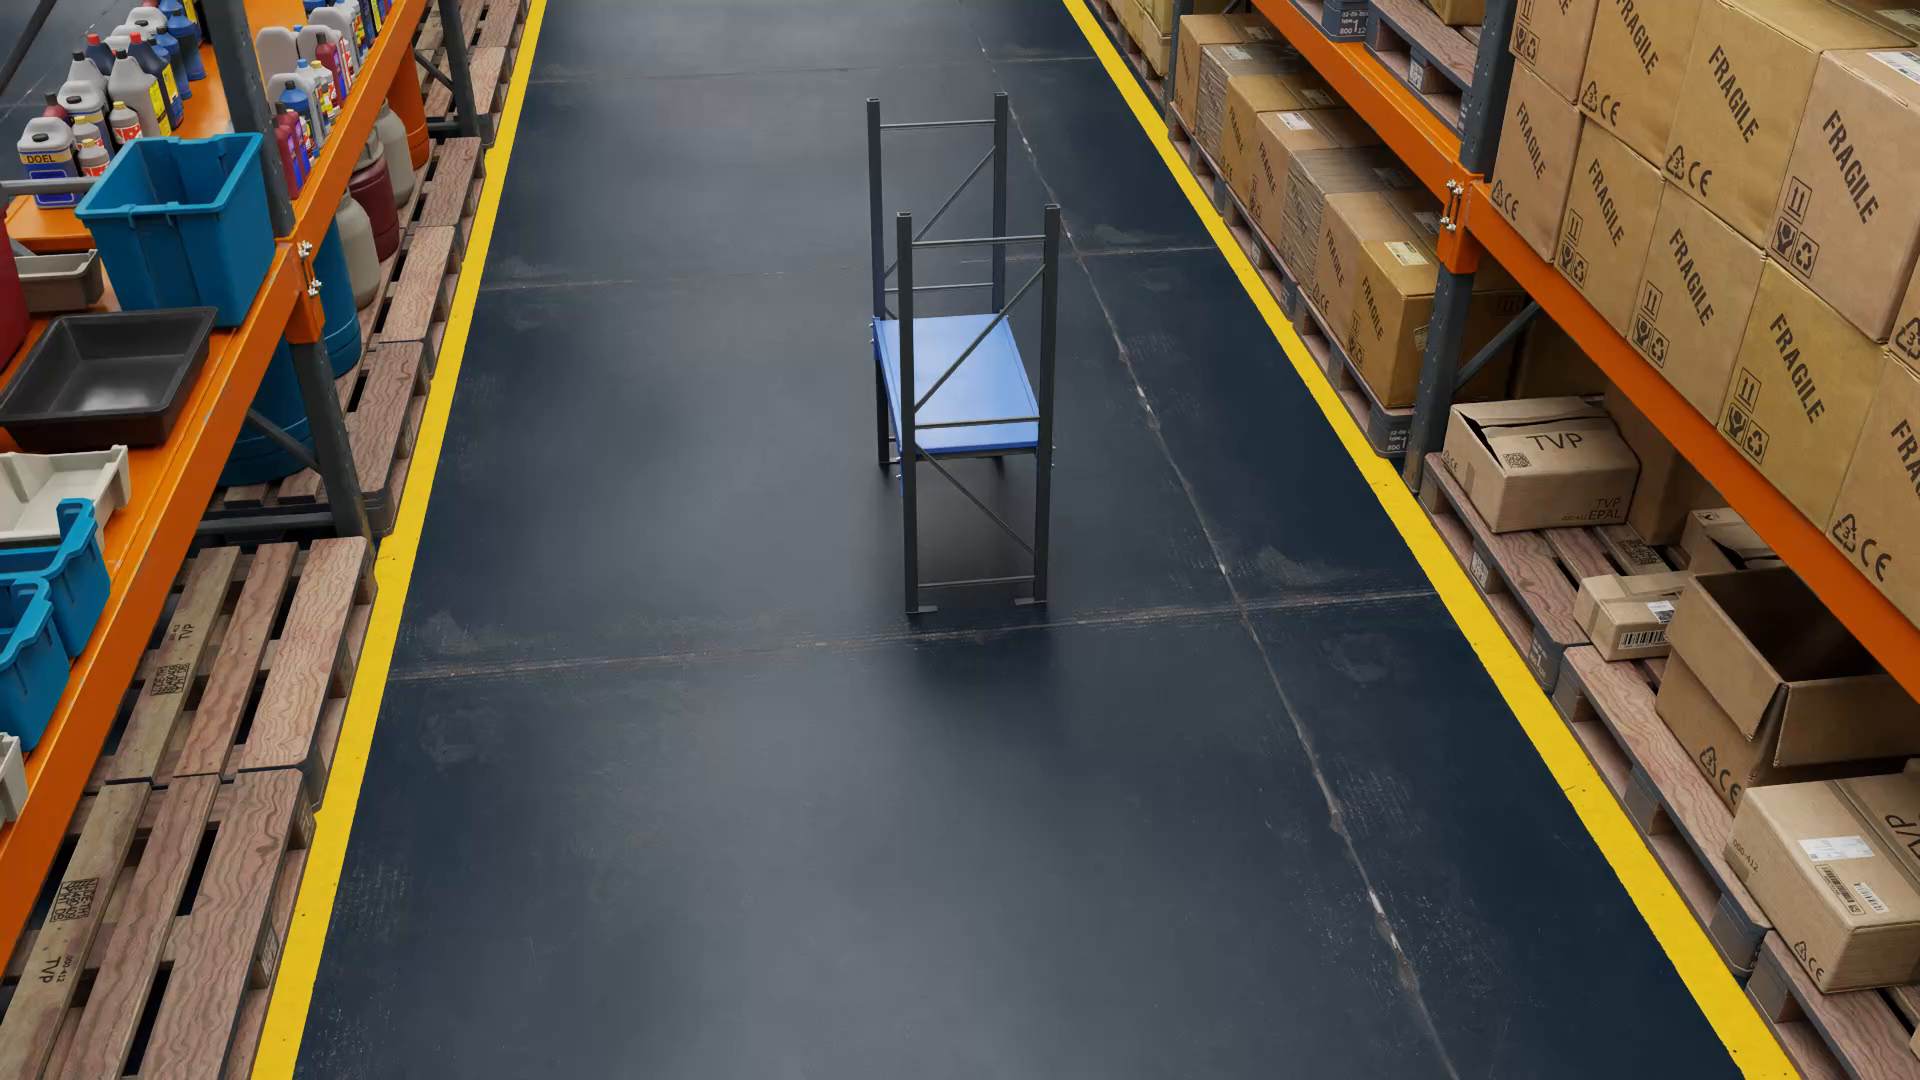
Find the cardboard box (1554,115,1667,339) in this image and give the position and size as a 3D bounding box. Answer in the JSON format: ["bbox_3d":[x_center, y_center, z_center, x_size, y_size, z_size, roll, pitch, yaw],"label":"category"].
[{"bbox_3d":[2.128,-0.937,4.873,0.500,0.500,0.500,-4,34,-6],"label":"cardboard box"}]

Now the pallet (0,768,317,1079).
[{"bbox_3d":[-2.347,1.129,4.406,1.003,0.211,1.213,-4,35,-6],"label":"pallet"}]

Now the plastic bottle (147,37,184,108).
[{"bbox_3d":[-3.021,-1.761,6.284,0.097,0.271,0.097,0,34,0],"label":"plastic bottle"}]

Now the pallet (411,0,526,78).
[{"bbox_3d":[-3.416,-3.307,10.916,1.003,0.211,1.213,-4,35,-6],"label":"pallet"}]

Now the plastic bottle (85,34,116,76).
[{"bbox_3d":[-3.124,-1.684,6.101,0.144,0.351,0.185,-4,35,-6],"label":"plastic bottle"}]

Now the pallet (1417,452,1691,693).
[{"bbox_3d":[2.349,0.050,5.990,1.003,0.211,1.213,-4,35,-6],"label":"pallet"}]

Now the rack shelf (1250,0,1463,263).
[{"bbox_3d":[1.988,-2.305,7.608,1.077,0.370,4.000,-4,35,-6],"label":"rack shelf"}]

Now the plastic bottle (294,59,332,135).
[{"bbox_3d":[-2.374,-1.618,6.075,0.097,0.271,0.097,0,34,0],"label":"plastic bottle"}]

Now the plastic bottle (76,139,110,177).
[{"bbox_3d":[-2.904,-1.246,5.592,0.097,0.201,0.097,0,34,0],"label":"plastic bottle"}]

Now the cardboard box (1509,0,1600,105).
[{"bbox_3d":[2.042,-1.656,5.040,0.500,0.500,0.500,-4,34,-5],"label":"cardboard box"}]

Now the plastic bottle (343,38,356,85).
[{"bbox_3d":[-2.449,-1.902,6.553,0.097,0.201,0.097,0,34,0],"label":"plastic bottle"}]

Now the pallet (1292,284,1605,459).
[{"bbox_3d":[2.110,-0.785,7.214,1.003,0.211,1.213,-4,35,-6],"label":"pallet"}]

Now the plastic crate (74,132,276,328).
[{"bbox_3d":[-2.251,-0.897,4.863,0.392,0.384,0.575,-4,35,-6],"label":"plastic crate"}]

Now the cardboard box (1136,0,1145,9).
[{"bbox_3d":[1.328,-3.551,10.367,0.500,0.311,0.500,-5,35,-7],"label":"cardboard box"}]

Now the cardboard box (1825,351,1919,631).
[{"bbox_3d":[2.330,-0.093,3.634,0.500,0.500,0.500,-4,34,-6],"label":"cardboard box"}]

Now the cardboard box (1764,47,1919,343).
[{"bbox_3d":[2.251,-0.794,3.774,0.500,0.500,0.500,-3,34,-5],"label":"cardboard box"}]

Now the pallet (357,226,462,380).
[{"bbox_3d":[-2.882,-1.077,7.643,1.003,0.211,1.213,-4,35,-6],"label":"pallet"}]

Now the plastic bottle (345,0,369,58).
[{"bbox_3d":[-2.494,-2.114,6.803,0.097,0.271,0.097,0,34,0],"label":"plastic bottle"}]

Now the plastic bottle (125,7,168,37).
[{"bbox_3d":[-3.191,-1.947,6.554,0.152,0.276,0.135,-4,35,-6],"label":"plastic bottle"}]

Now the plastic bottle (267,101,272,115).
[{"bbox_3d":[-2.507,-1.503,5.968,0.097,0.201,0.097,0,34,0],"label":"plastic bottle"}]

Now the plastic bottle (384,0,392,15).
[{"bbox_3d":[-2.559,-2.466,7.308,0.061,0.283,0.133,-4,35,-6],"label":"plastic bottle"}]

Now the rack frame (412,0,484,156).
[{"bbox_3d":[-3.190,-3.345,8.495,1.000,3.000,0.127,-4,35,-6],"label":"rack frame"}]

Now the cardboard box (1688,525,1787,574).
[{"bbox_3d":[2.716,0.158,5.351,0.500,0.311,0.500,-4,35,-6],"label":"cardboard box"}]

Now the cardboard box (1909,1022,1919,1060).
[{"bbox_3d":[2.513,1.217,3.925,0.380,0.166,0.250,-4,35,-6],"label":"cardboard box"}]

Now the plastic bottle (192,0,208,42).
[{"bbox_3d":[-3.265,-2.254,7.004,0.152,0.276,0.135,-4,35,-6],"label":"plastic bottle"}]

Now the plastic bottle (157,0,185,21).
[{"bbox_3d":[-3.192,-2.087,6.763,0.097,0.271,0.097,0,34,0],"label":"plastic bottle"}]

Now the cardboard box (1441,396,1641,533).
[{"bbox_3d":[2.099,-0.306,6.033,0.500,0.311,0.500,-4,35,-6],"label":"cardboard box"}]

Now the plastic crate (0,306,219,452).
[{"bbox_3d":[-2.235,-0.420,4.394,0.437,0.125,0.590,-4,35,-6],"label":"plastic crate"}]

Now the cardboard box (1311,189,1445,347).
[{"bbox_3d":[1.849,-1.165,7.125,0.500,0.500,0.500,-4,35,-6],"label":"cardboard box"}]

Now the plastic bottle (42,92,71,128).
[{"bbox_3d":[-3.101,-1.386,5.724,0.061,0.283,0.133,-4,35,-6],"label":"plastic bottle"}]

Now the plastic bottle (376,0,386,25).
[{"bbox_3d":[-2.579,-2.402,7.154,0.144,0.351,0.185,-4,35,-6],"label":"plastic bottle"}]

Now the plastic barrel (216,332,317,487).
[{"bbox_3d":[-2.708,-0.724,6.140,0.600,0.901,0.708,-4,35,-6],"label":"plastic barrel"}]

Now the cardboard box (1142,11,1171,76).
[{"bbox_3d":[1.407,-3.031,10.102,0.500,0.250,0.500,-4,34,-5],"label":"cardboard box"}]

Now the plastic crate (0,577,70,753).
[{"bbox_3d":[-1.998,0.266,3.292,0.416,0.233,0.300,-4,35,-6],"label":"plastic crate"}]

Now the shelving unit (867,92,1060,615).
[{"bbox_3d":[-0.011,-0.667,5.897,0.538,1.500,1.048,-4,35,-6],"label":"shelving unit"}]

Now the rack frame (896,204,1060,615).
[{"bbox_3d":[0.057,-0.384,5.481,0.500,1.500,0.032,-4,35,-6],"label":"rack frame"}]

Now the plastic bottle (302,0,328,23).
[{"bbox_3d":[-2.650,-2.158,6.867,0.097,0.271,0.097,0,34,0],"label":"plastic bottle"}]

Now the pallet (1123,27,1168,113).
[{"bbox_3d":[1.647,-3.028,10.506,1.003,0.211,1.213,-4,35,-6],"label":"pallet"}]

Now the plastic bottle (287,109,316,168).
[{"bbox_3d":[-2.330,-1.405,5.825,0.097,0.201,0.097,0,34,0],"label":"plastic bottle"}]

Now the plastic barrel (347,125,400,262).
[{"bbox_3d":[-2.955,-1.620,7.733,0.600,0.588,0.708,-4,35,-6],"label":"plastic barrel"}]

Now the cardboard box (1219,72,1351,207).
[{"bbox_3d":[1.636,-2.020,8.379,0.500,0.500,0.500,-5,35,-7],"label":"cardboard box"}]
